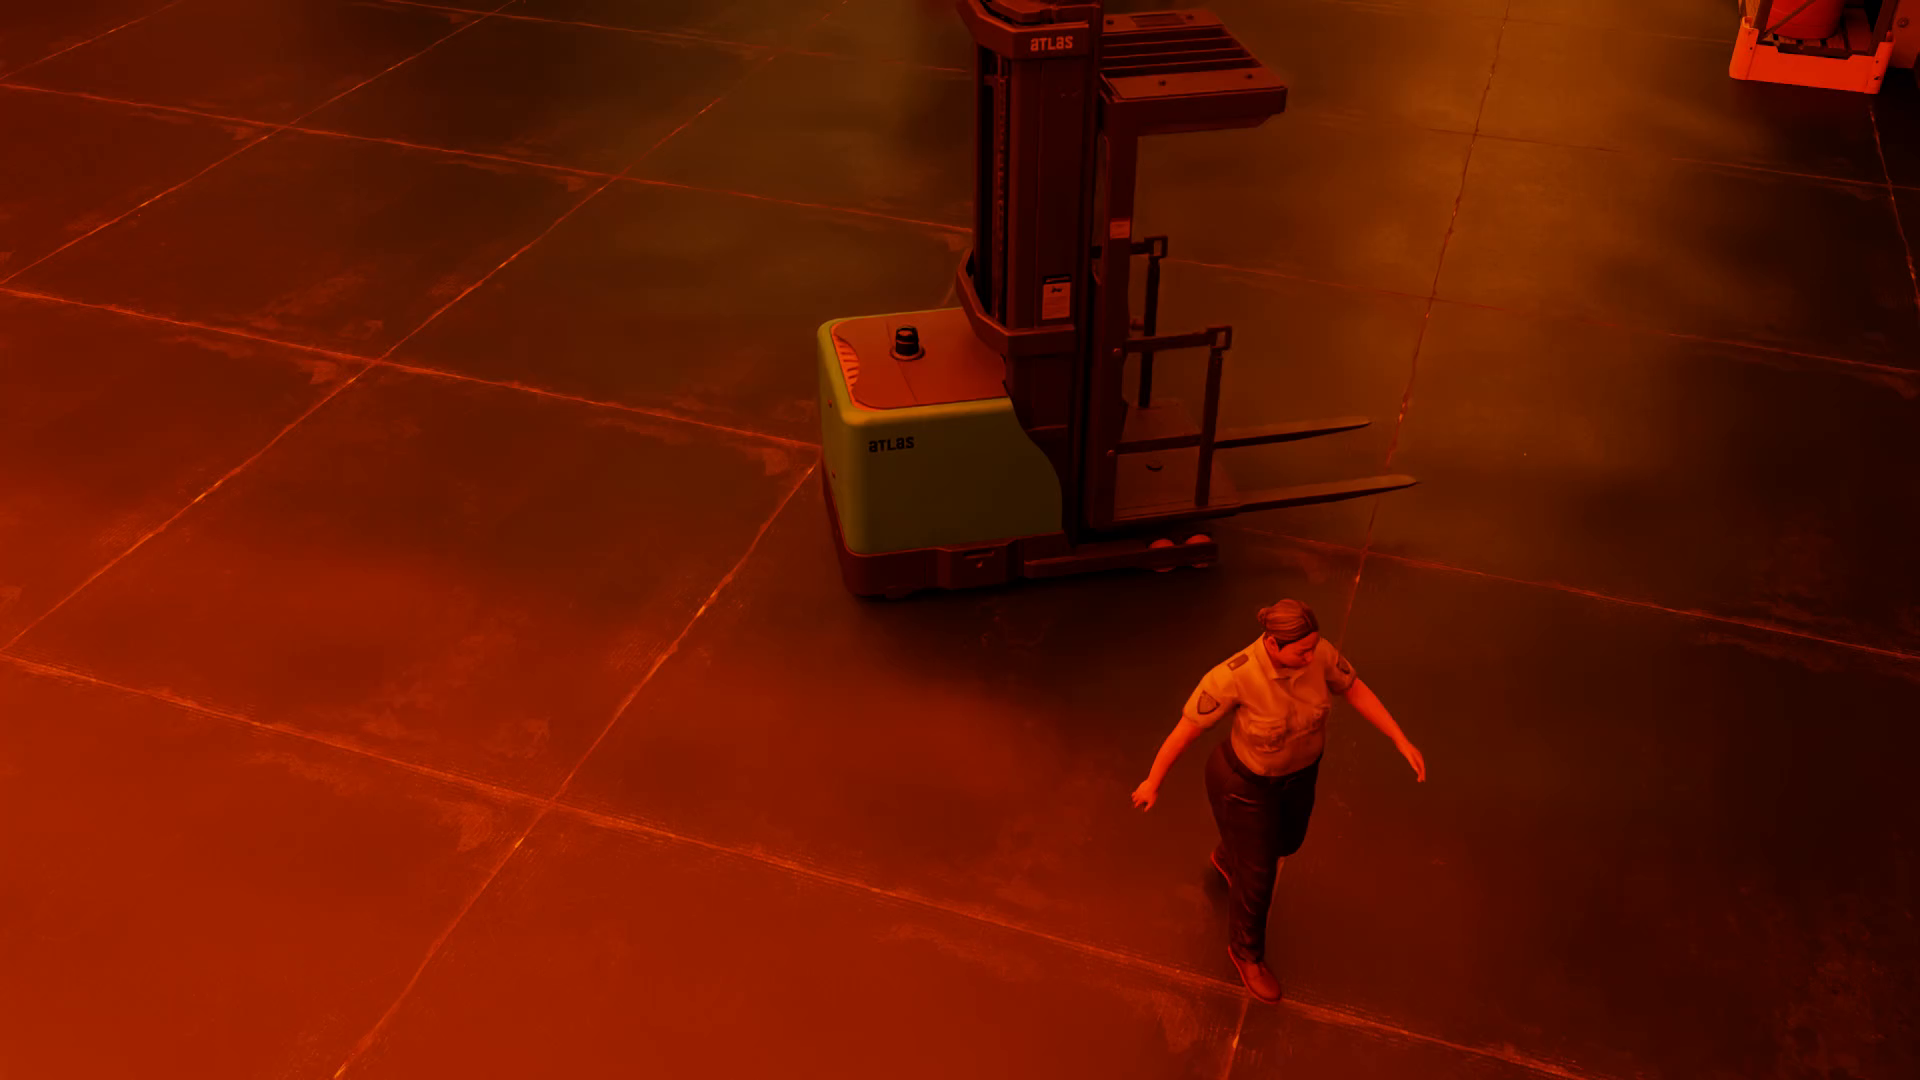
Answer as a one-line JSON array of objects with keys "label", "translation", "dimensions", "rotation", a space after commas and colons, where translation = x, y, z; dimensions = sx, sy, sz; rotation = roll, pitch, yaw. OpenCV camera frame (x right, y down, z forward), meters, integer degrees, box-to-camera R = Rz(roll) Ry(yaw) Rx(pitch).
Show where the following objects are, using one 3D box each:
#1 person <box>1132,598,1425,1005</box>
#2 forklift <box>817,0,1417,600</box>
[{"label": "person", "translation": [1.099, 0.882, 6.012], "dimensions": [0.884, 1.631, 0.728], "rotation": [-17, 39, -22]}, {"label": "forklift", "translation": [0.839, -1.326, 7.982], "dimensions": [3.031, 2.935, 1.130], "rotation": [-7, 36, -9]}]
